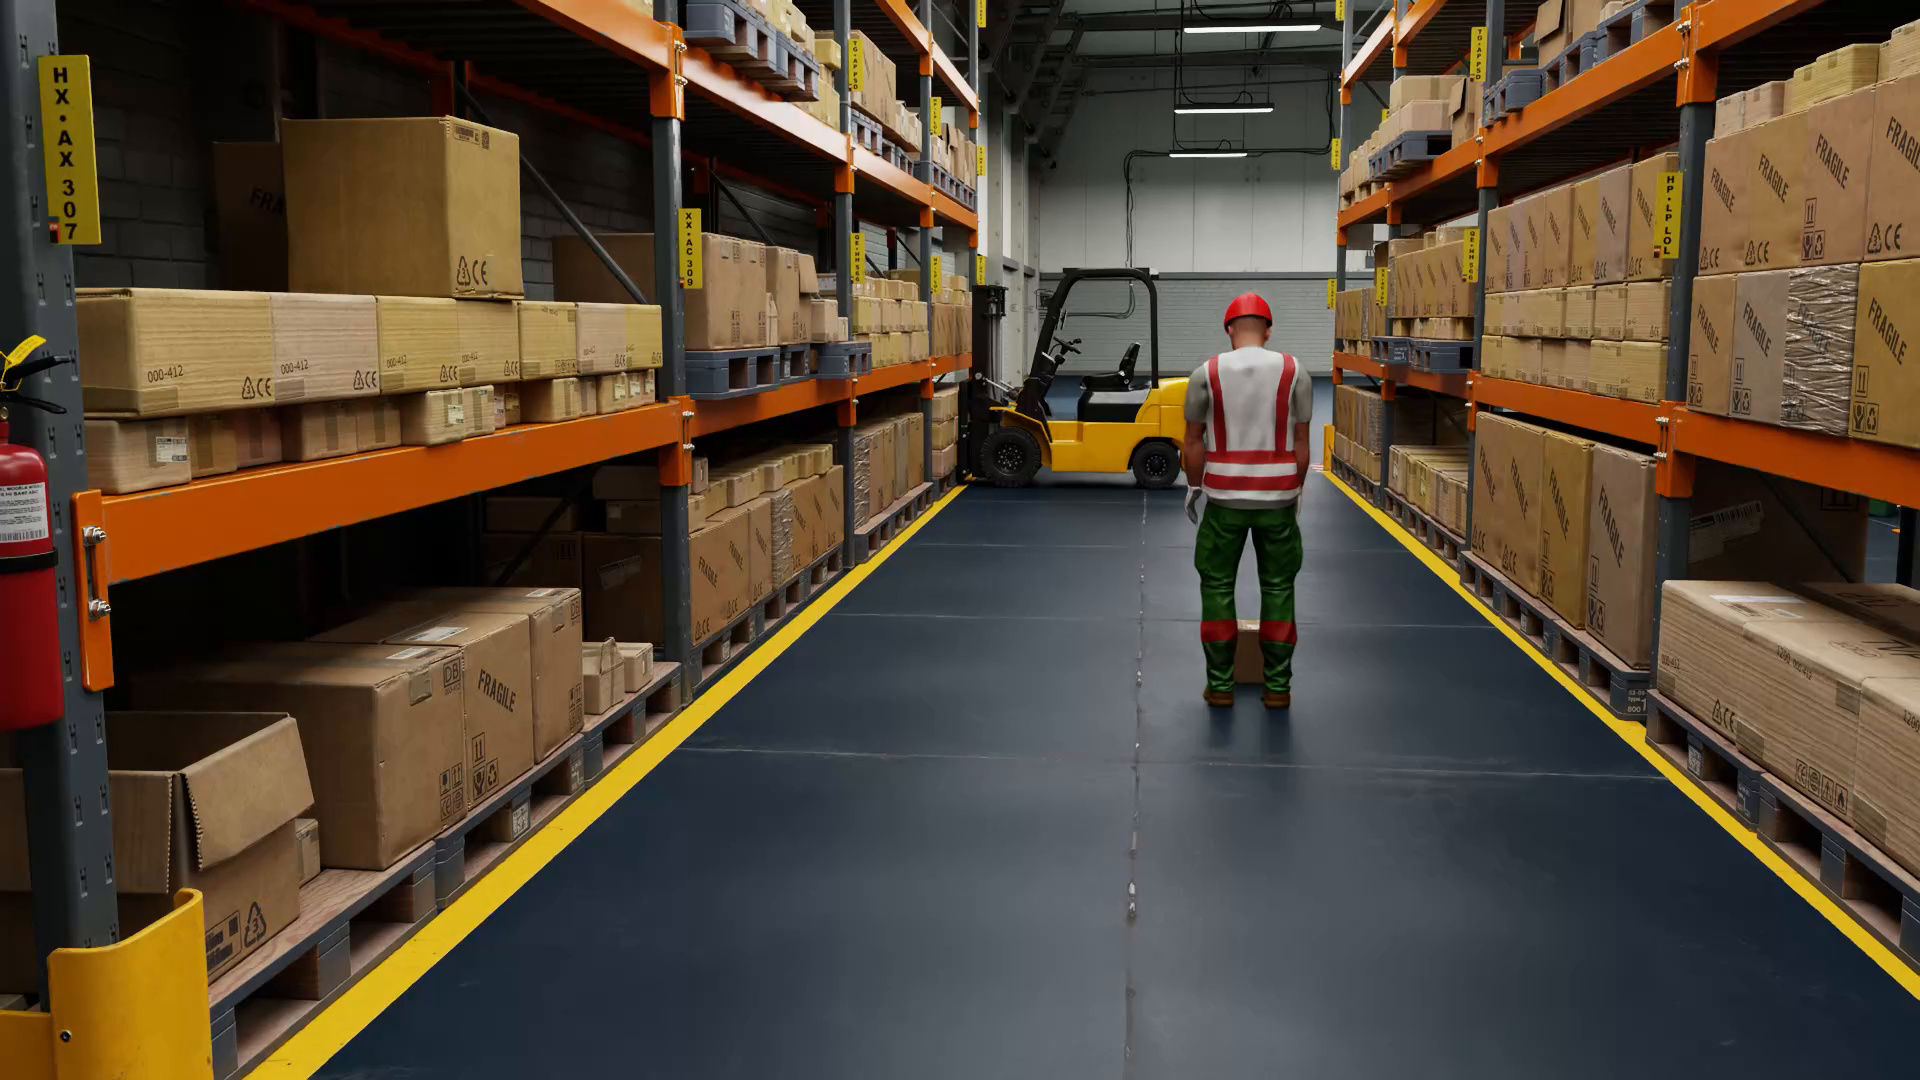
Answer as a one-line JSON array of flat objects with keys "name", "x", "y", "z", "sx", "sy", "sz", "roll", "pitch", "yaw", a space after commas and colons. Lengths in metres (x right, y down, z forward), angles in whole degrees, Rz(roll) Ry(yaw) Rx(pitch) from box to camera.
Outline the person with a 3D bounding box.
[{"name": "person", "x": 1.222, "y": -0.171, "z": 7.117, "sx": 0.534, "sy": 1.757, "sz": 0.414, "roll": 1, "pitch": 8, "yaw": 8}]
